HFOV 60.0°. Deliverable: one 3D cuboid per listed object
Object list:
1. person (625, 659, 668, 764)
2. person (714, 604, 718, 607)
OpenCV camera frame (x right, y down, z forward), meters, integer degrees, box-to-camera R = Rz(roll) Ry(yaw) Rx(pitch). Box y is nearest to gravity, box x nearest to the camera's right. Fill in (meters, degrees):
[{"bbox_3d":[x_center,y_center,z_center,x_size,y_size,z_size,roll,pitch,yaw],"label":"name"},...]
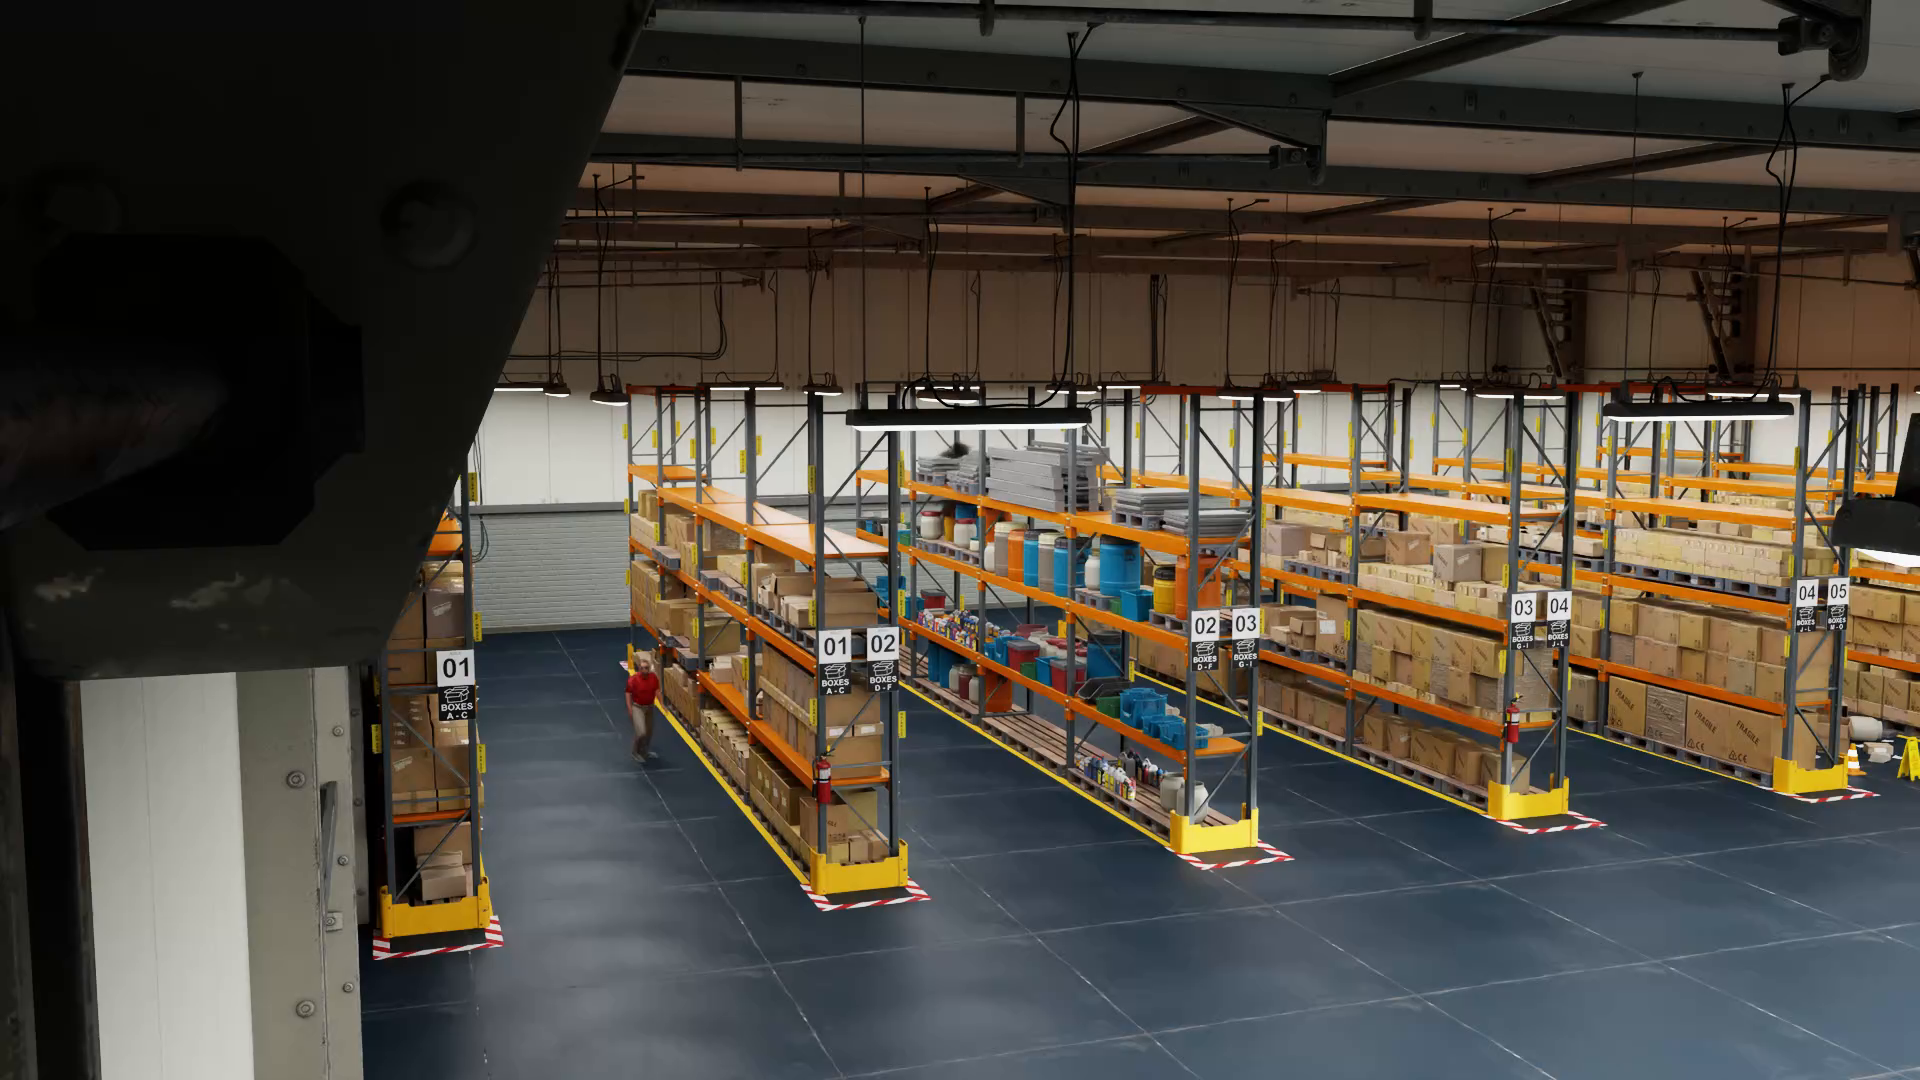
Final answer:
[{"bbox_3d":[-5.086,2.744,26.782,0.642,1.716,0.631,5,7,38],"label":"person"},{"bbox_3d":[-5.386,1.840,36.200,0.737,1.544,0.576,5,8,39],"label":"person"}]
